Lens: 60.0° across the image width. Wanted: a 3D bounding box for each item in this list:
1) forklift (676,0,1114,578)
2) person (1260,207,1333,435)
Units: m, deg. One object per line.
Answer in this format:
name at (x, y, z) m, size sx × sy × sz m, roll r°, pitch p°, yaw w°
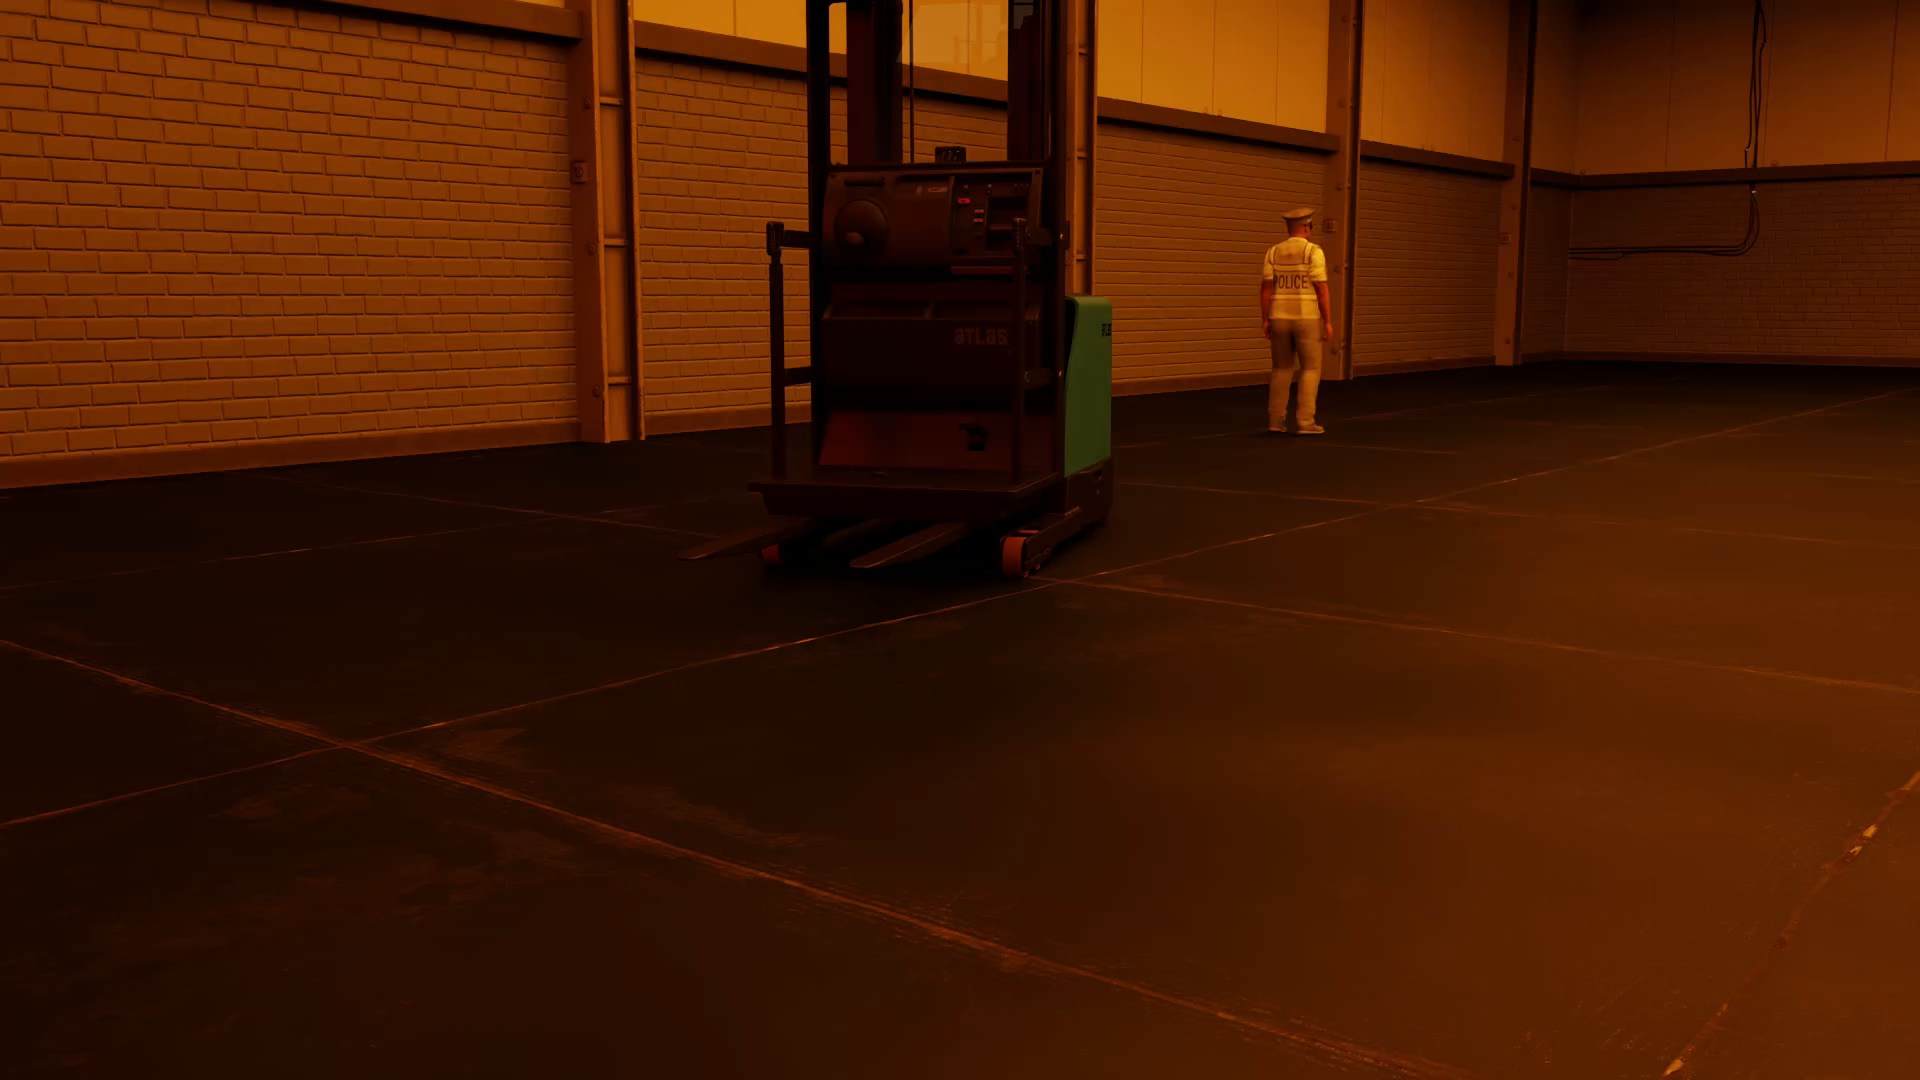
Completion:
forklift at (-0.176, -1.366, 6.616) m, size 1.130 × 2.935 × 3.031 m, roll 3°, pitch 9°, yaw 17°
person at (2.663, -1.702, 13.025) m, size 0.580 × 1.775 × 0.445 m, roll 6°, pitch 10°, yaw 36°
